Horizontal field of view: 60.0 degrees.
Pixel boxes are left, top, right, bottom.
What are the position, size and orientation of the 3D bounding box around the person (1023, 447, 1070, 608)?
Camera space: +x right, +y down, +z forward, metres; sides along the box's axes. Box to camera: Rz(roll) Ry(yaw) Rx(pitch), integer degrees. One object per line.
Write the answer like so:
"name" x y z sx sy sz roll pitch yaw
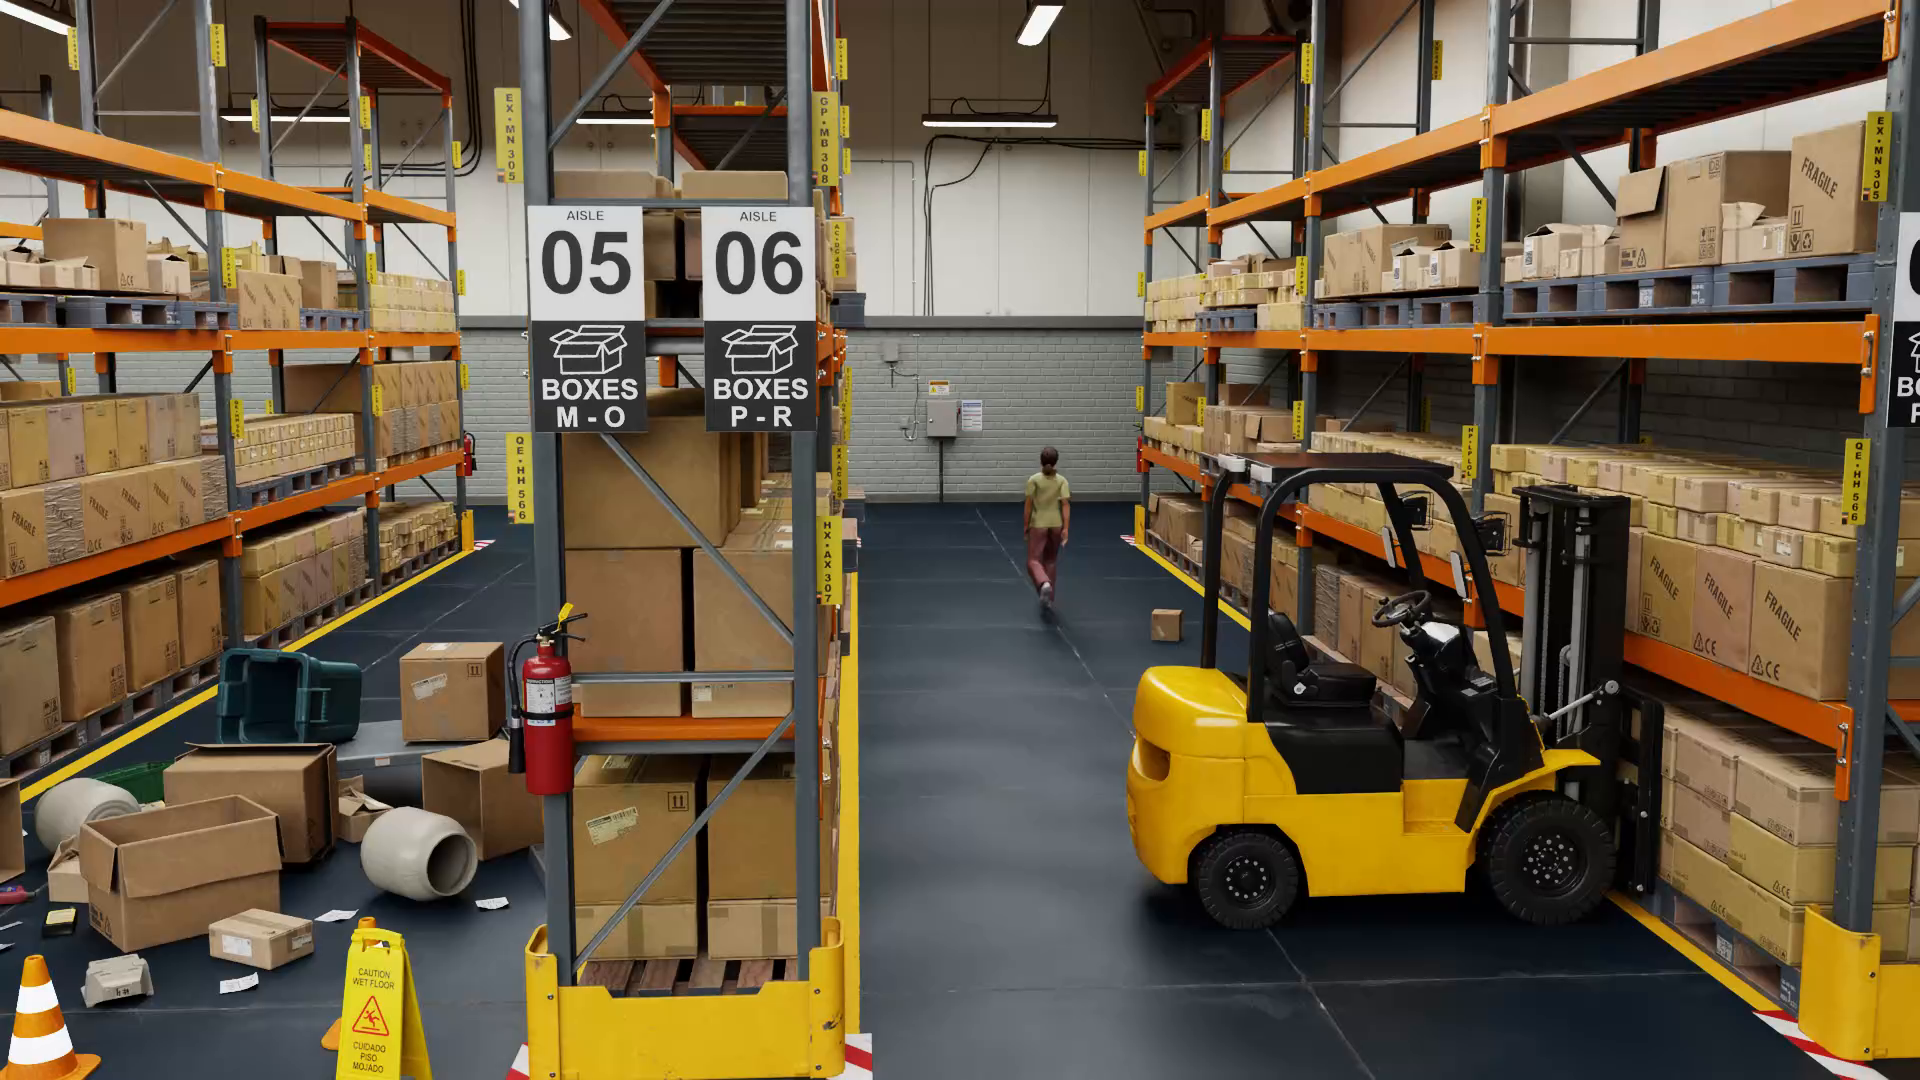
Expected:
"person" 0.867 0.017 16.577 0.442 1.389 0.803 -1 7 -11
